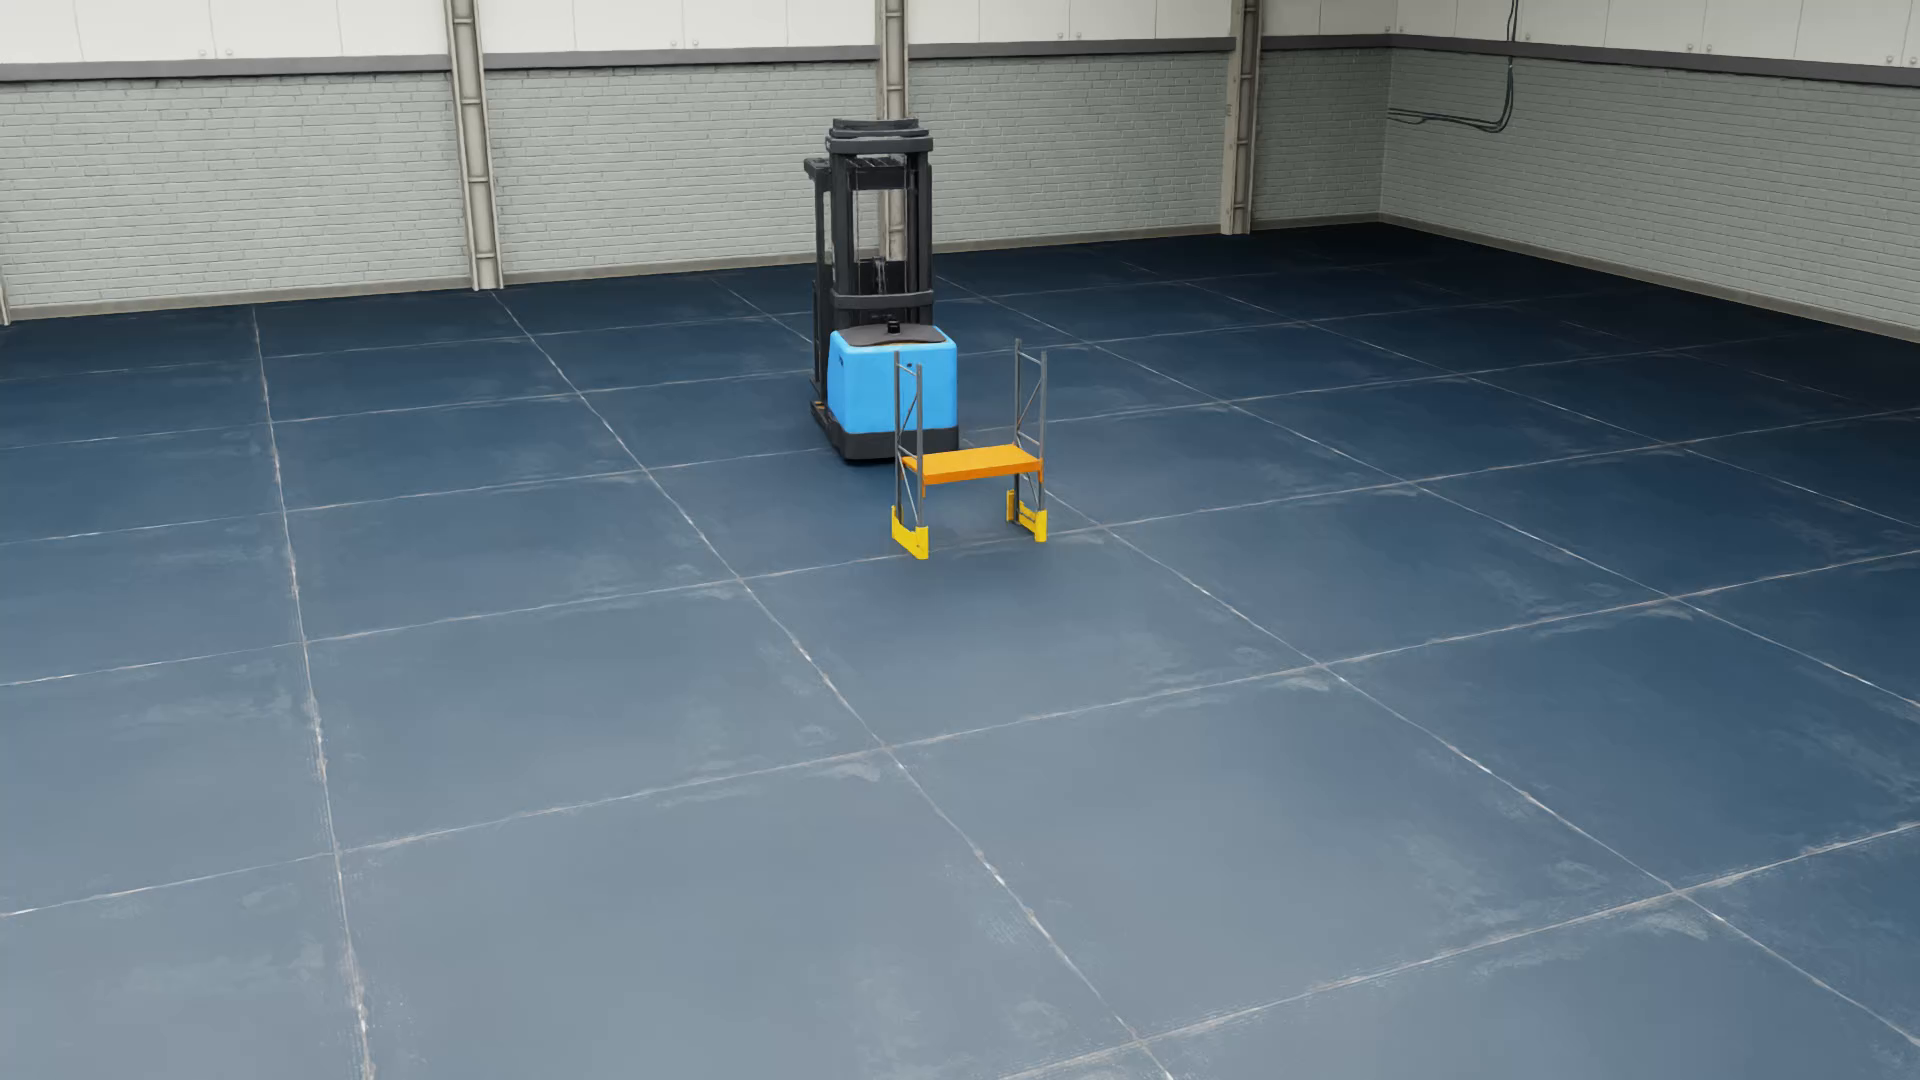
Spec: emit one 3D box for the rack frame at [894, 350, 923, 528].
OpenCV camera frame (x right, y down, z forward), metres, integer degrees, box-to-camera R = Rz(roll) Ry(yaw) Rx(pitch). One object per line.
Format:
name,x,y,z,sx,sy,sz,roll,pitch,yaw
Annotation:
rack frame,-0.388,-0.652,12.615,0.032,1.500,0.500,-8,21,-22

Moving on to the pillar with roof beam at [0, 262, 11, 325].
pillar with roof beam,-10.303,-5.613,15.413,0.400,9.000,9.100,-8,21,-22

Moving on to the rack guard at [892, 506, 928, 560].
rack guard,-0.387,-0.062,12.823,0.087,0.250,0.587,-8,21,-22

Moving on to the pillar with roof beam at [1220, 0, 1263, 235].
pillar with roof beam,6.224,-7.981,22.138,0.400,9.000,9.100,-8,21,-22

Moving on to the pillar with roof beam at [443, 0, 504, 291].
pillar with roof beam,-4.794,-6.402,17.655,0.400,9.000,9.100,-8,21,-22

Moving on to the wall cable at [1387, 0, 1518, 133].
wall cable,7.748,-7.813,26.338,0.112,2.526,3.097,-8,21,-22

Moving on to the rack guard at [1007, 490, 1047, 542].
rack guard,0.527,-0.193,13.195,0.087,0.250,0.587,-8,21,-22

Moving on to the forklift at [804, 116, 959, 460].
forklift,-0.859,-2.554,15.862,1.130,2.935,3.031,-5,20,-13

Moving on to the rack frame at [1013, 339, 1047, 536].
rack frame,0.545,-0.786,12.995,0.032,1.500,0.500,-8,21,-22

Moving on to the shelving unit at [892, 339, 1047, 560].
shelving unit,0.070,-0.717,12.801,1.083,1.500,0.587,-8,21,-22

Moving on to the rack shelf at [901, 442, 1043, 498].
rack shelf,0.078,-0.549,12.865,1.000,0.185,0.538,-8,21,-22

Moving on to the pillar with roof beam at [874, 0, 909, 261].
pillar with roof beam,0.715,-7.191,19.897,0.400,9.000,9.100,-8,21,-22
